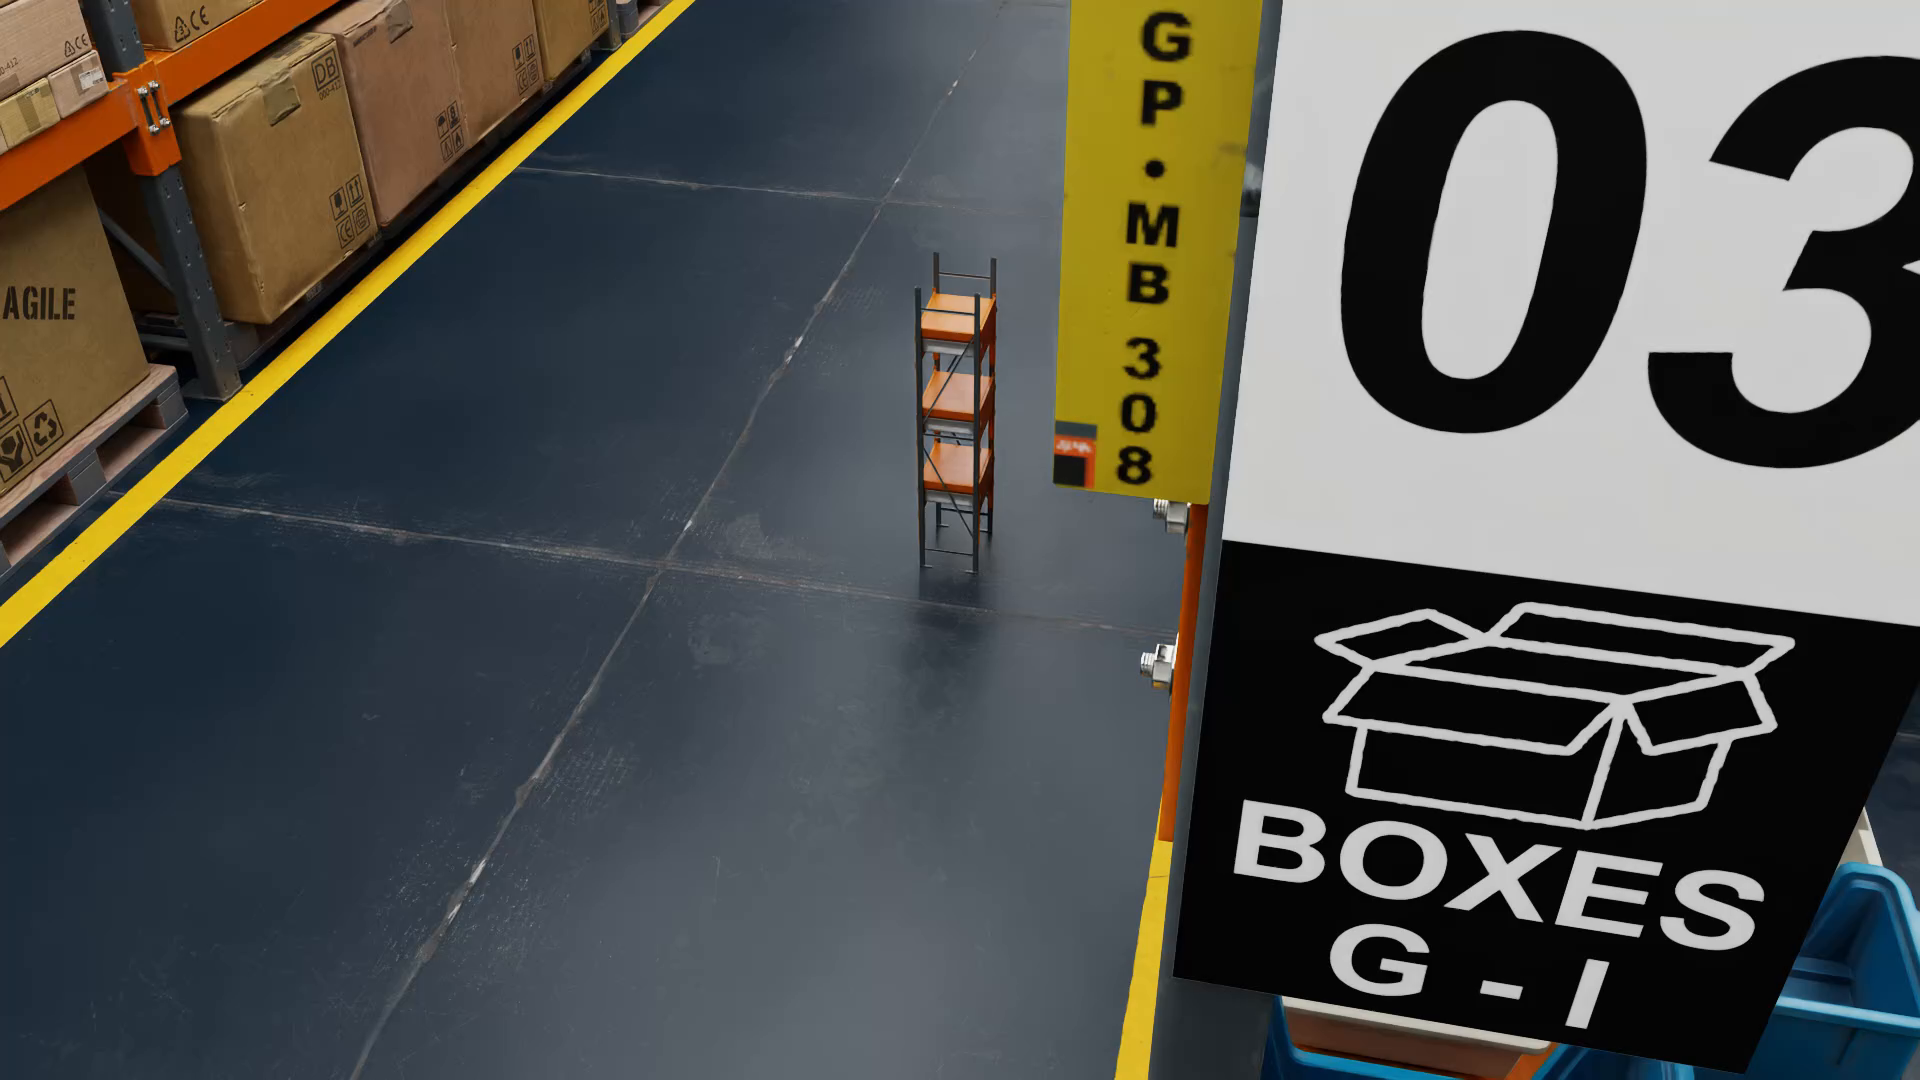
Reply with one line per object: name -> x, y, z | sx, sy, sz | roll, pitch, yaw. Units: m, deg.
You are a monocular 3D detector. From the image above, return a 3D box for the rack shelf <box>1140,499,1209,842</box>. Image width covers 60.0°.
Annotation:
rack shelf -> 1.076, -0.999, 2.629 | 1.077, 0.370, 4.000 | 7, 37, 10

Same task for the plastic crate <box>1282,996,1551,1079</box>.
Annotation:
plastic crate -> 0.646, 0.663, 2.452 | 0.396, 0.136, 0.243 | 7, 37, 10

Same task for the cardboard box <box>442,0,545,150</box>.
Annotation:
cardboard box -> -2.847, -2.543, 8.155 | 1.225, 0.875, 0.875 | 7, 37, 10

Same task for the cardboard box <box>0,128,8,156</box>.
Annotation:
cardboard box -> -3.191, -1.231, 5.106 | 0.380, 0.149, 0.250 | 7, 36, 9

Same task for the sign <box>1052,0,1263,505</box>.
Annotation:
sign -> 0.108, -0.161, 0.949 | 0.100, 0.325, 0.005 | 7, 37, 10

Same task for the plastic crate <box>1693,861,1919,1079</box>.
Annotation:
plastic crate -> 1.163, 0.637, 2.407 | 0.416, 0.233, 0.300 | 7, 37, 10

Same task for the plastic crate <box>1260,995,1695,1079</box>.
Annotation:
plastic crate -> 0.538, 0.817, 1.985 | 0.616, 0.435, 0.499 | 7, 37, 10

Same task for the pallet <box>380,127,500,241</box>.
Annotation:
pallet -> -2.986, -1.867, 8.146 | 1.003, 0.211, 1.213 | 7, 37, 10

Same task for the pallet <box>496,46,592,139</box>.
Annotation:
pallet -> -2.723, -2.565, 9.109 | 1.003, 0.211, 1.213 | 7, 37, 10

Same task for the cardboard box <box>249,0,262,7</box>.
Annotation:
cardboard box -> -2.887, -2.404, 6.426 | 0.500, 0.500, 0.500 | 7, 37, 10

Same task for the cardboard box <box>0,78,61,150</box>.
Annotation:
cardboard box -> -3.136, -1.377, 5.309 | 0.380, 0.149, 0.250 | 8, 37, 11

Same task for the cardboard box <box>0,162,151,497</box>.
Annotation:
cardboard box -> -3.555, -0.784, 5.729 | 0.875, 0.875, 0.875 | 7, 37, 10

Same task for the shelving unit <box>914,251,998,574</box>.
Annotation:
shelving unit -> -0.011, -0.394, 5.400 | 0.215, 1.050, 0.252 | 7, 37, 10

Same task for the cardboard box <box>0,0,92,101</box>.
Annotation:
cardboard box -> -3.174, -1.617, 5.299 | 0.500, 0.250, 0.500 | 7, 36, 9

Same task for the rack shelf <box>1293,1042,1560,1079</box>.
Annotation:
rack shelf -> 1.076, 0.216, 3.509 | 1.077, 0.370, 4.000 | 7, 37, 10

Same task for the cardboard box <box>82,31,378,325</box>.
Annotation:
cardboard box -> -3.219, -1.522, 6.747 | 1.225, 0.875, 0.875 | 7, 37, 10

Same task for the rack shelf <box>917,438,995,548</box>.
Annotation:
rack shelf -> -0.011, -0.161, 5.569 | 0.215, 0.259, 0.240 | 7, 37, 10

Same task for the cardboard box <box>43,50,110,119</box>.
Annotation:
cardboard box -> -3.081, -1.525, 5.513 | 0.380, 0.149, 0.250 | 8, 37, 10

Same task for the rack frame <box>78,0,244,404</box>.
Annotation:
rack frame -> -3.336, -1.843, 5.737 | 1.000, 3.000, 0.127 | 7, 37, 10

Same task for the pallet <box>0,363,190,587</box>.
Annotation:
pallet -> -3.575, -0.288, 5.967 | 1.003, 0.211, 1.213 | 7, 37, 10

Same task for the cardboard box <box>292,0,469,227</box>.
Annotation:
cardboard box -> -3.029, -2.035, 7.454 | 1.225, 0.875, 0.875 | 6, 36, 8

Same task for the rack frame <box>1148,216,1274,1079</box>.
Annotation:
rack frame -> 0.649, 1.071, 1.716 | 1.000, 3.000, 0.127 | 7, 37, 10

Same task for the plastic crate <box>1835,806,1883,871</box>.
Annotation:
plastic crate -> 1.317, 0.491, 2.690 | 0.250, 0.136, 0.298 | 7, 37, 10

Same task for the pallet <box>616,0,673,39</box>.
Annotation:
pallet -> -2.313, -3.455, 10.337 | 1.003, 0.211, 1.213 | 7, 37, 10

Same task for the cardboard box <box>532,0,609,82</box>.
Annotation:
cardboard box -> -2.649, -3.053, 8.859 | 1.225, 0.875, 0.875 | 6, 36, 8

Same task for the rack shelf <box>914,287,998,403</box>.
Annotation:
rack shelf -> -0.011, -0.616, 5.239 | 0.215, 0.259, 0.240 | 7, 37, 10

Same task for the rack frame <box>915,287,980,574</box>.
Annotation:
rack frame -> -0.037, -0.324, 5.303 | 0.200, 1.050, 0.008 | 7, 37, 10

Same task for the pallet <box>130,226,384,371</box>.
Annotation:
pallet -> -3.245, -1.166, 7.178 | 1.003, 0.211, 1.213 | 7, 37, 10

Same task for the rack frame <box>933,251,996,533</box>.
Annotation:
rack frame -> 0.015, -0.464, 5.496 | 0.200, 1.050, 0.008 | 7, 37, 10

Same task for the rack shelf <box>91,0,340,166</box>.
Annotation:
rack shelf -> -2.909, -2.698, 7.530 | 1.077, 0.370, 4.000 | 7, 37, 10

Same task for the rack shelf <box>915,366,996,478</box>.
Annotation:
rack shelf -> -0.011, -0.386, 5.406 | 0.215, 0.259, 0.240 | 7, 37, 10

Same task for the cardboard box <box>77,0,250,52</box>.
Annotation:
cardboard box -> -2.993, -2.116, 6.028 | 0.500, 0.500, 0.500 | 7, 37, 10

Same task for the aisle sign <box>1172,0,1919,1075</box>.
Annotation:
aisle sign -> 0.347, 0.023, 0.947 | 0.394, 0.787, 0.004 | 7, 37, 10

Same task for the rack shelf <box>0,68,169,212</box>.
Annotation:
rack shelf -> -3.763, -0.405, 4.366 | 1.077, 0.370, 4.000 | 7, 37, 10

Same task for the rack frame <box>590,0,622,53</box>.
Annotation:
rack frame -> -2.481, -4.136, 8.901 | 1.000, 3.000, 0.127 | 7, 37, 10
